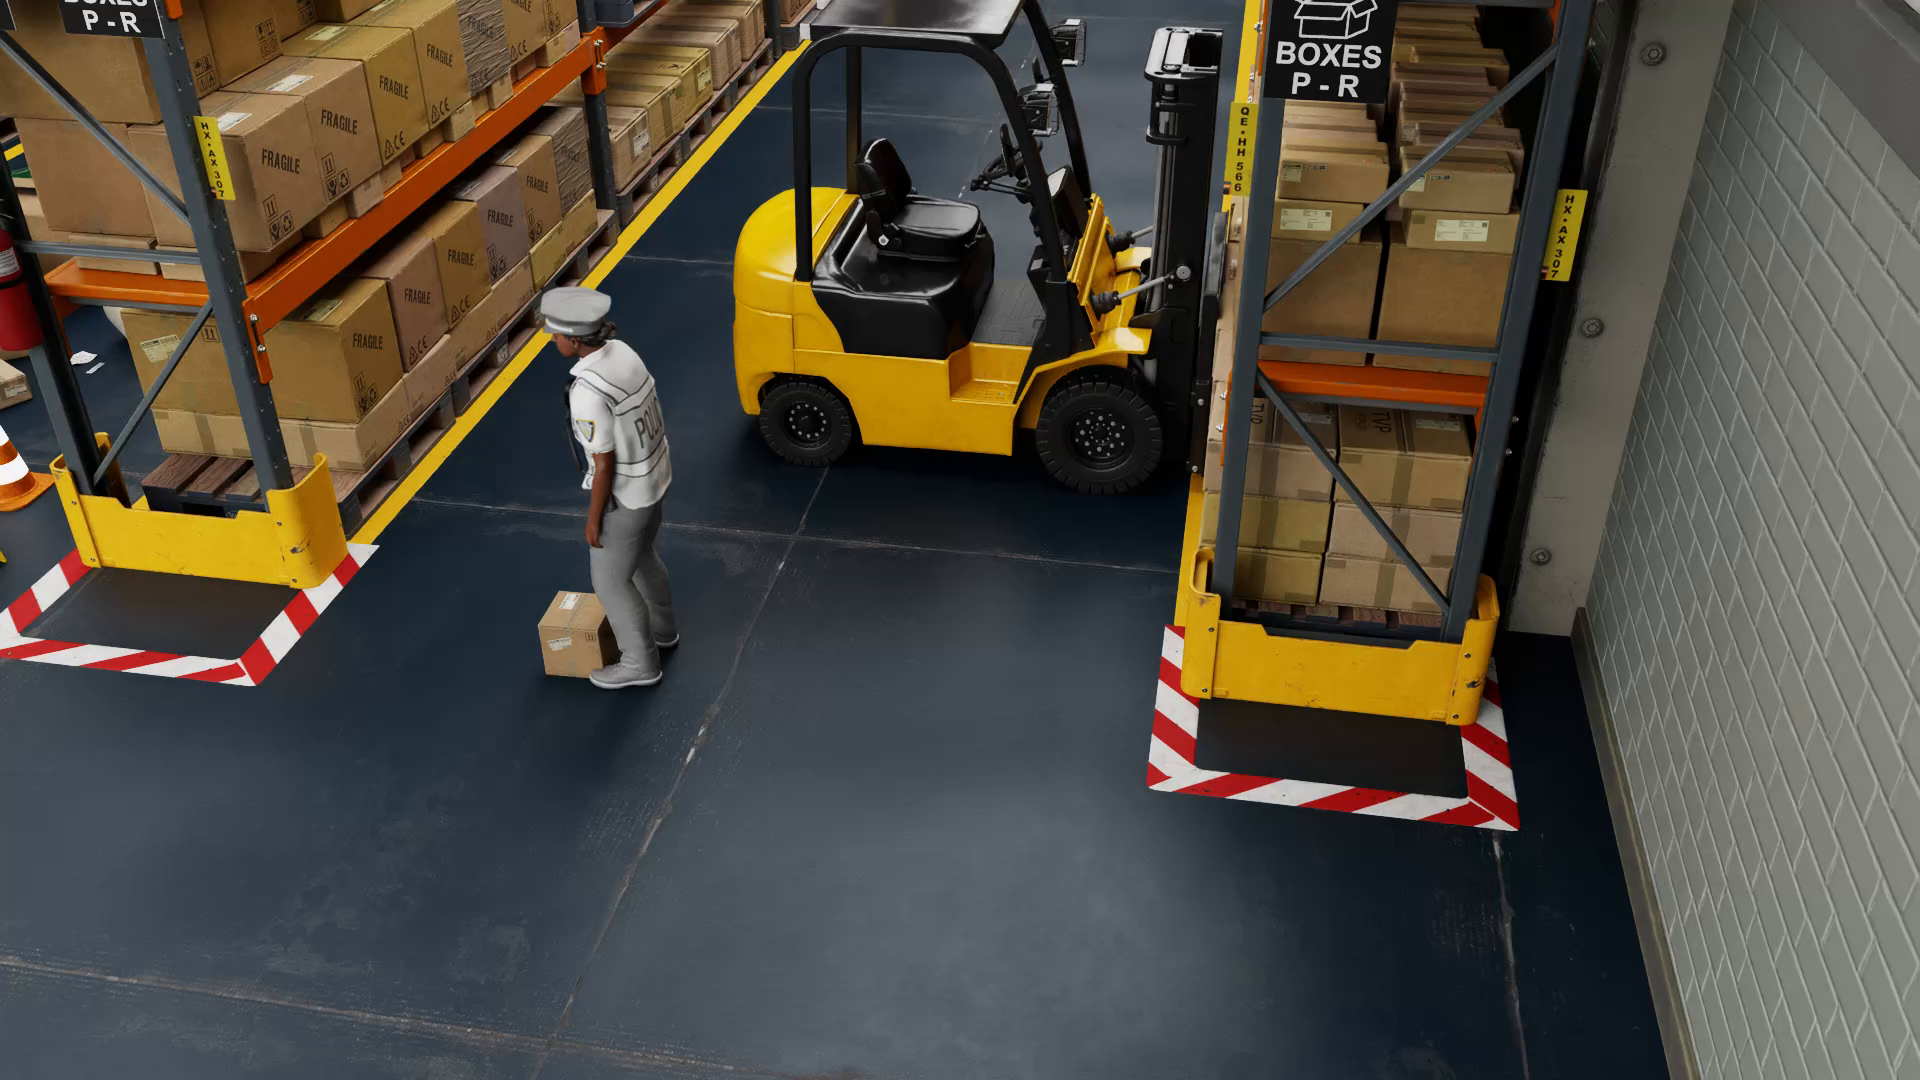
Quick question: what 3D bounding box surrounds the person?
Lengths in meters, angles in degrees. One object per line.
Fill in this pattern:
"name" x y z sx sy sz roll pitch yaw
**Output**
"person" -1.320 -0.188 6.434 0.396 1.658 0.504 5 33 8
